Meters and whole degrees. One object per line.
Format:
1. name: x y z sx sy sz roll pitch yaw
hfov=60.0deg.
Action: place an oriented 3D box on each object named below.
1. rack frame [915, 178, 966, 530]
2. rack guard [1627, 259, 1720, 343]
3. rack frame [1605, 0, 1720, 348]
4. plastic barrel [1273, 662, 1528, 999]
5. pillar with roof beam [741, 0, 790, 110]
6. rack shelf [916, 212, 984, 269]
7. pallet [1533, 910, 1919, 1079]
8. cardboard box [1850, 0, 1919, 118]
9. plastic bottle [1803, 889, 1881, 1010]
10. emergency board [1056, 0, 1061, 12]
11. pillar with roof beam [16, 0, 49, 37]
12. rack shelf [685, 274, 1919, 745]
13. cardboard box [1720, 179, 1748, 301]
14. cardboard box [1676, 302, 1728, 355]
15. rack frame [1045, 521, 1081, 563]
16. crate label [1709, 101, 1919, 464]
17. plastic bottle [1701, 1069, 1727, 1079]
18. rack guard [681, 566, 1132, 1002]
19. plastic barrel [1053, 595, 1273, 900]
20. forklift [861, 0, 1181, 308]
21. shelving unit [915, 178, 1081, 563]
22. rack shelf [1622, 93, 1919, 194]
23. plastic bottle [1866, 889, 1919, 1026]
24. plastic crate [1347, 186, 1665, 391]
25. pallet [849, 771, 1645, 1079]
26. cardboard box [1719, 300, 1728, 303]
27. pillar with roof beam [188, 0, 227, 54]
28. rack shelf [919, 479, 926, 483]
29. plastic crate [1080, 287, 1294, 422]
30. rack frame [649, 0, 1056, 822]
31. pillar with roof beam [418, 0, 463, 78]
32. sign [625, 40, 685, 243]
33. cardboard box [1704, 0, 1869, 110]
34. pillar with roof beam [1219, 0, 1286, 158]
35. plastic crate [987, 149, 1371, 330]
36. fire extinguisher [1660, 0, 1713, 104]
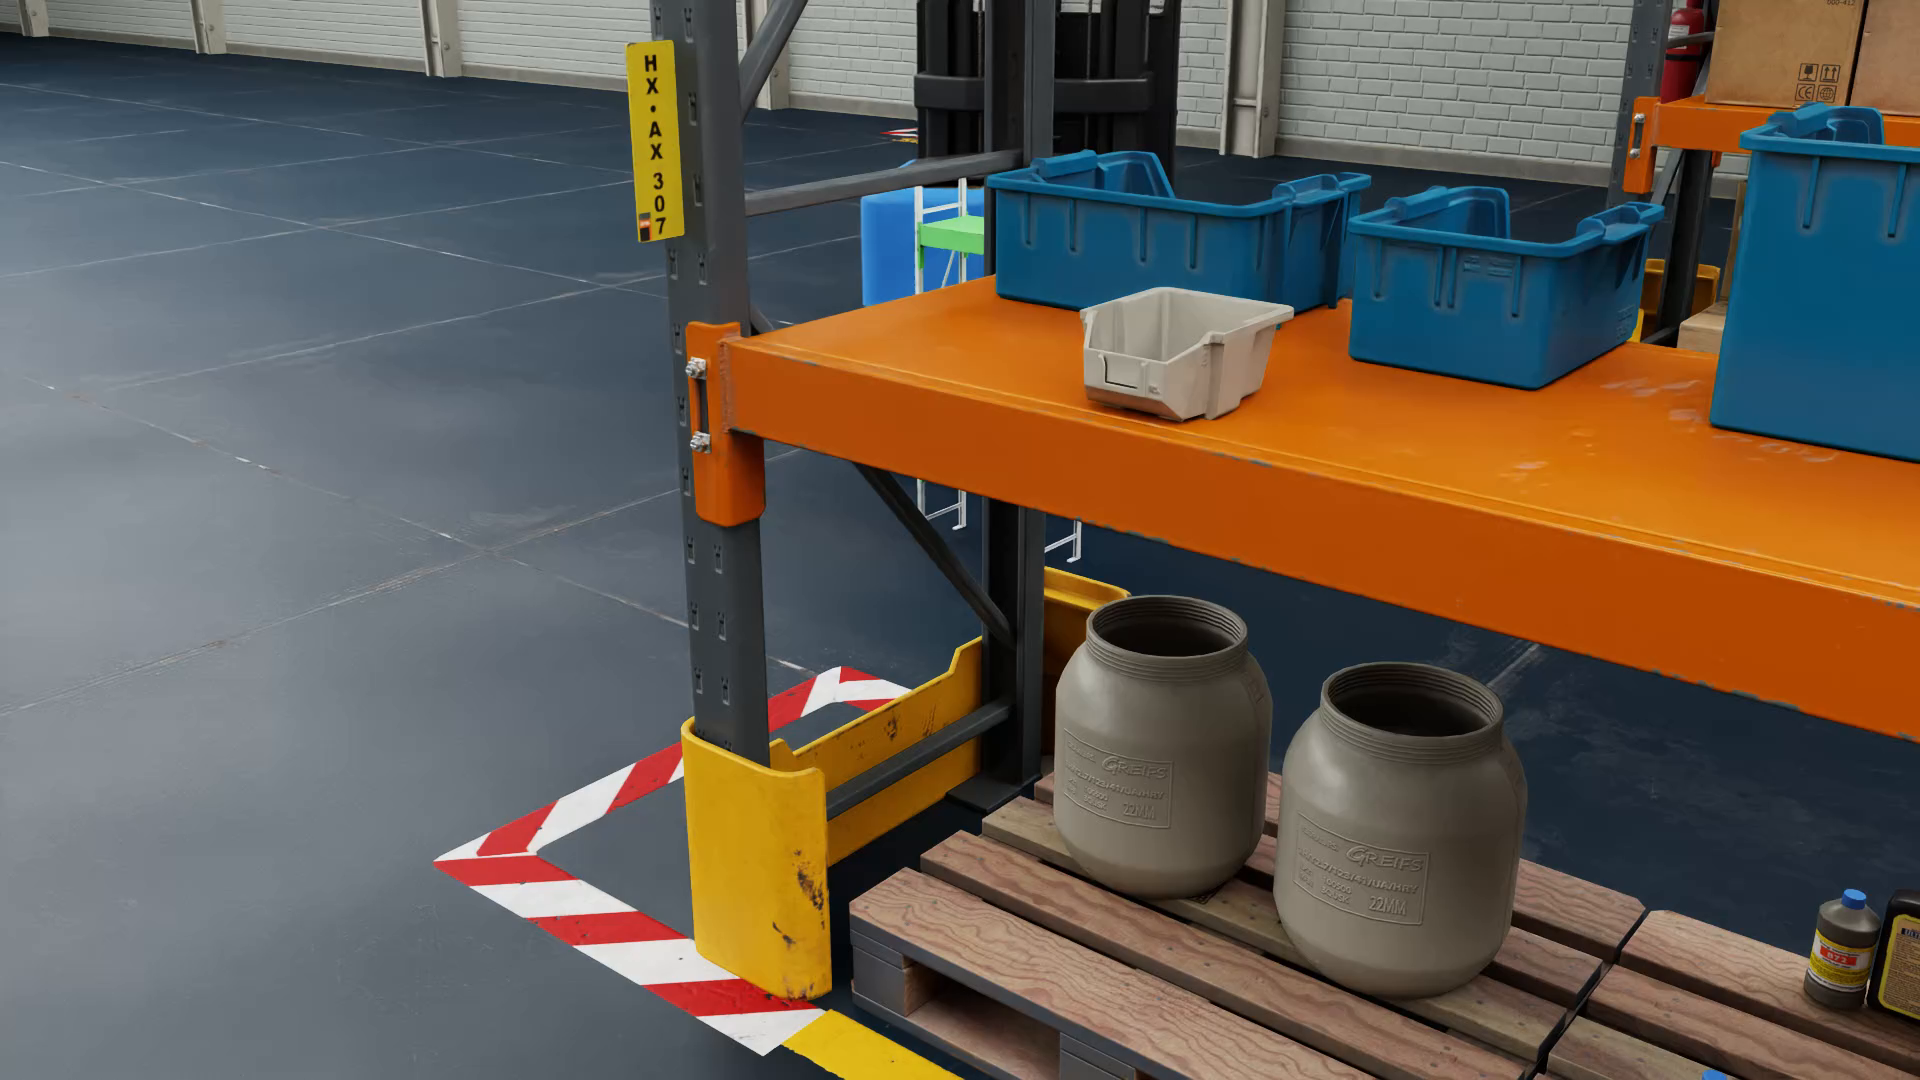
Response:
1. rack frame: -0.061 -0.579 5.503 0.015 1.200 0.240 16 26 36
2. rack guard: 2.955 -0.879 7.290 0.348 0.500 1.175 16 26 36
3. rack frame: 2.974 -2.043 6.835 0.127 3.000 1.000 16 26 36
4. plastic barrel: 0.785 0.515 2.981 0.421 0.512 0.421 0 21 0
5. pillar with roof beam: -4.827 -7.786 13.561 0.400 9.000 9.100 16 26 36
6. rack shelf: 0.128 -0.914 5.212 0.480 0.148 0.258 16 26 36
7. pallet: 1.494 1.074 2.521 1.213 0.211 1.003 16 26 36
8. cardboard box: 3.737 -1.866 6.225 0.500 0.500 0.700 17 26 38
9. plastic bottle: 1.539 0.704 2.894 0.097 0.201 0.097 0 21 0
10. emergency board: 0.653 -5.379 15.680 0.643 1.169 0.194 16 26 36
11. pillar with roof beam: -18.772 -11.802 24.211 0.400 9.000 9.100 16 26 36
12. rack shelf: 1.388 0.093 2.190 4.000 0.370 1.077 16 26 36
13. cardboard box: 3.577 -1.266 7.012 0.500 0.500 0.500 16 26 36
14. cardboard box: 3.248 -0.773 6.767 0.500 0.250 0.500 16 26 36
15. rack frame: 0.317 -0.470 5.214 0.015 1.200 0.240 16 26 36
16. crate label: 1.436 -0.370 2.347 0.616 0.435 0.502 16 26 36
17. plastic bottle: 1.046 0.871 2.352 0.097 0.271 0.097 0 21 0
18. rack guard: -0.073 0.484 3.677 0.348 0.500 1.175 16 26 36
19. plastic barrel: 0.397 0.404 3.277 0.421 0.512 0.421 0 21 0
20. forklift: 0.409 -2.115 7.123 1.130 2.935 3.031 4 21 10
21. shelving unit: 0.128 -0.524 5.359 0.503 1.200 0.258 16 26 36
22. rack shelf: 4.523 -1.260 5.779 4.000 0.370 1.077 16 26 36
23. plastic bottle: 1.641 0.686 2.823 0.133 0.283 0.061 17 26 38
24. plastic crate: 0.915 -0.444 2.805 0.408 0.251 0.499 16 26 36
25. pallet: 0.553 0.802 3.243 1.213 0.211 1.003 16 26 36
26. cardboard box: 3.576 -0.914 7.143 0.500 0.250 0.500 16 26 36
27. pillar with roof beam: -14.123 -10.463 20.661 0.400 9.000 9.100 16 26 36
28. rack shelf: 0.128 -0.240 5.466 0.480 0.148 0.258 16 26 36
29. plastic crate: 0.329 -0.279 2.530 0.250 0.136 0.298 16 26 36
30. rack frame: -0.161 -0.690 3.246 0.127 3.000 1.000 16 26 36
31. pillar with roof beam: -9.475 -9.124 17.111 0.400 9.000 9.100 16 26 36
32. sign: -0.512 -0.670 2.801 0.005 0.325 0.100 16 26 36
33. cardboard box: 3.327 -1.982 6.532 0.500 0.500 0.700 16 26 36
34. pillar with roof beam: -0.178 -6.447 10.011 0.400 9.000 9.100 16 26 36
35. plastic crate: 0.416 -0.590 3.193 0.616 0.251 0.499 16 26 36
36. fire extinguisher: 3.176 -2.160 7.255 0.183 0.674 0.296 16 26 36
